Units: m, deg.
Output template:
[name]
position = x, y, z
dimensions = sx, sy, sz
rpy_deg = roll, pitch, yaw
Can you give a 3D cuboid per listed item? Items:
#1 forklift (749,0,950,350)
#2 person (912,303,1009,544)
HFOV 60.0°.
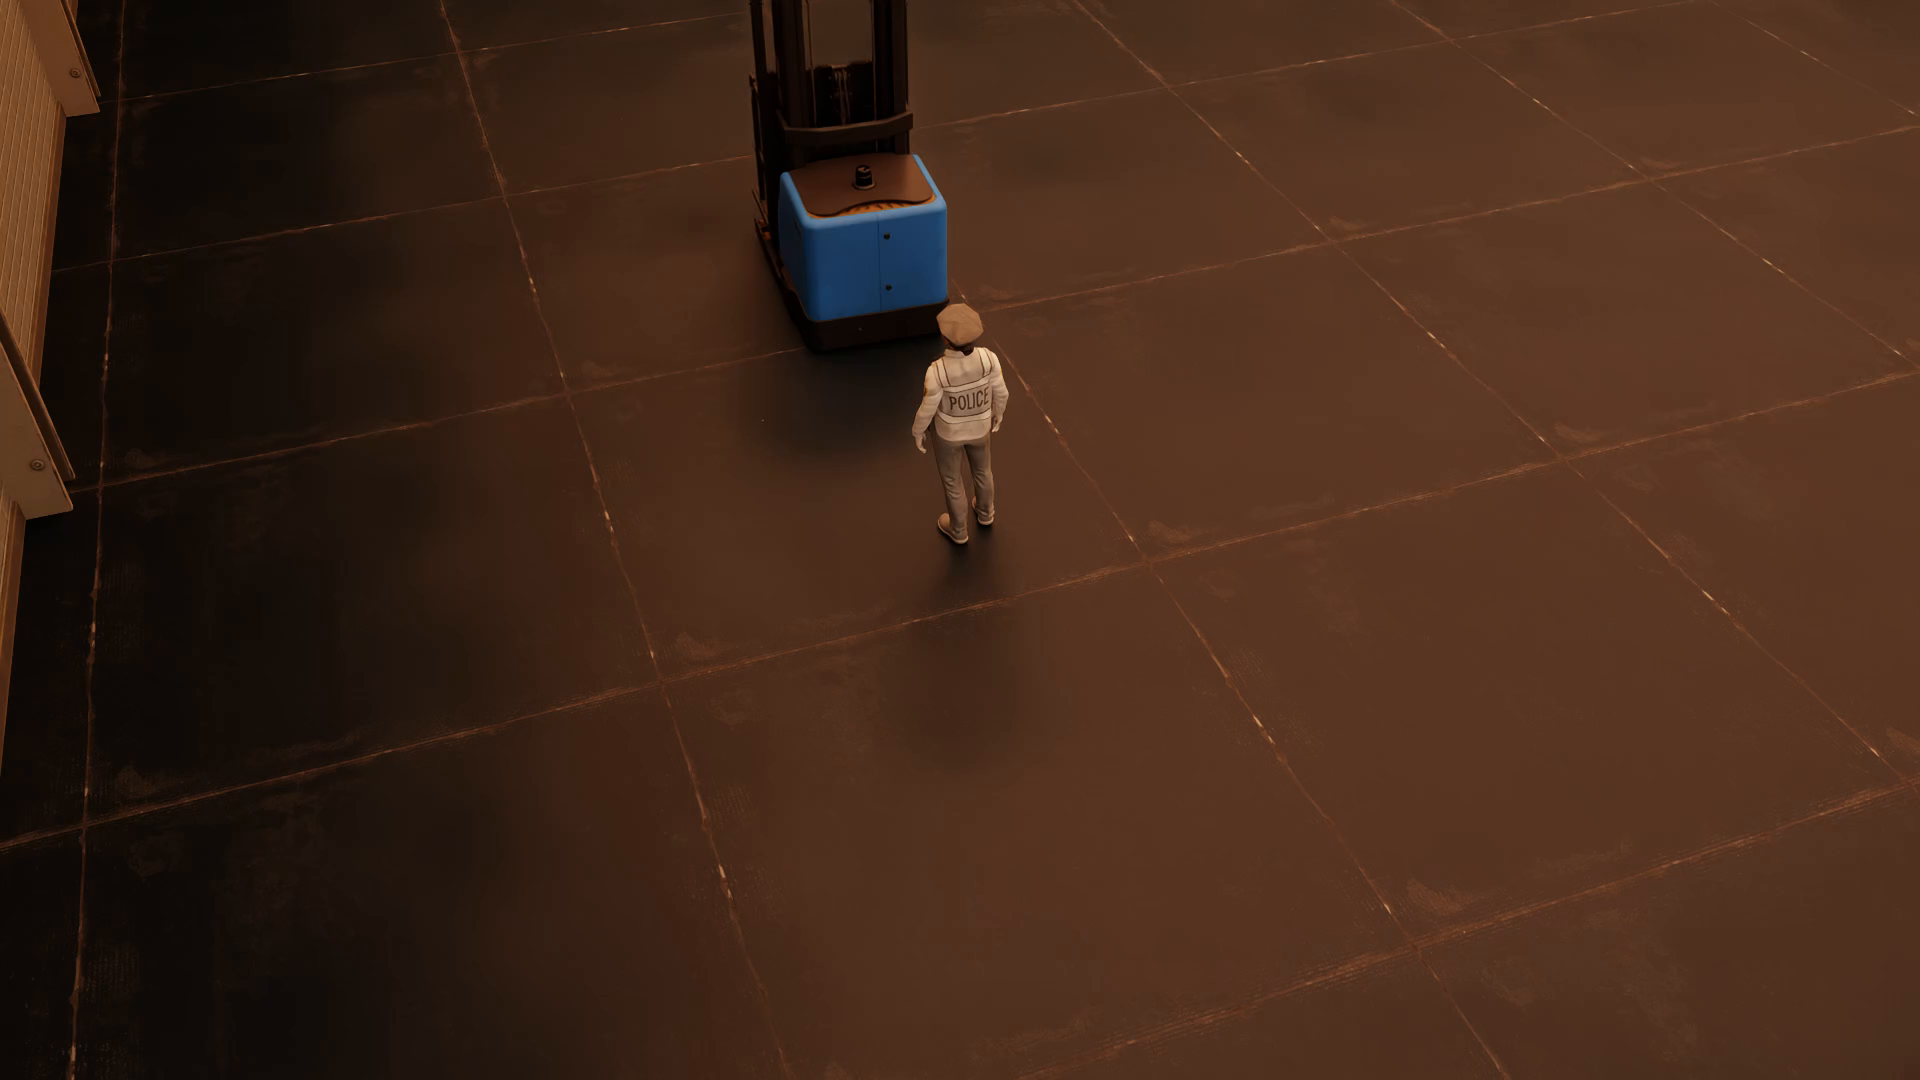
[forklift]
position = -0.979, -3.419, 12.069
dimensions = 1.130, 2.935, 3.031
rpy_deg = -11, 41, -12
[person]
position = -0.017, -0.698, 9.778
dimensions = 0.586, 1.694, 0.530
rpy_deg = -13, 42, -15
